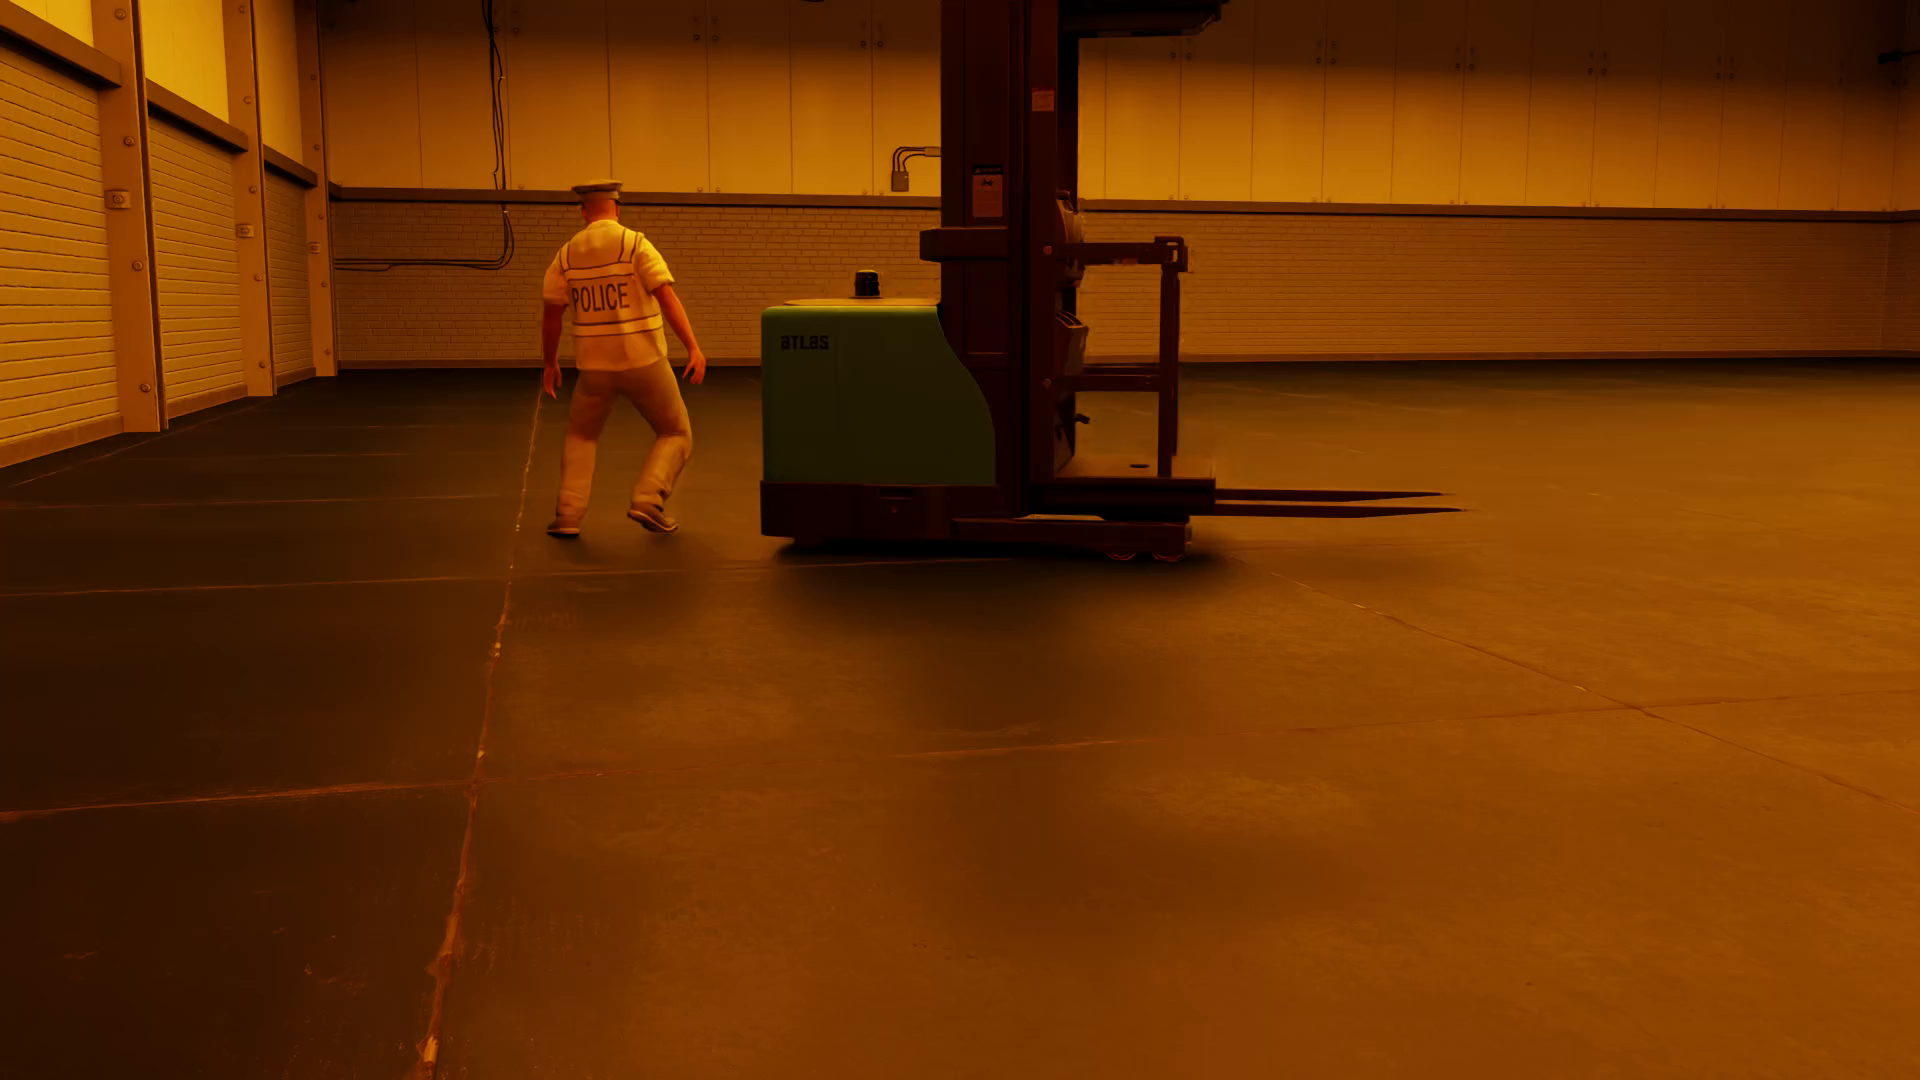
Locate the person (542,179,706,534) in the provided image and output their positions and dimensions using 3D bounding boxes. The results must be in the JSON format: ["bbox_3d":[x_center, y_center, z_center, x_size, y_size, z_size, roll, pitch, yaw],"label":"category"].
[{"bbox_3d":[-1.580,-0.847,7.799,0.898,1.673,0.491,2,8,16],"label":"person"}]

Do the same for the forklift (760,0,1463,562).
[{"bbox_3d":[0.677,-1.437,7.401,3.031,2.935,1.130,1,8,9],"label":"forklift"}]
